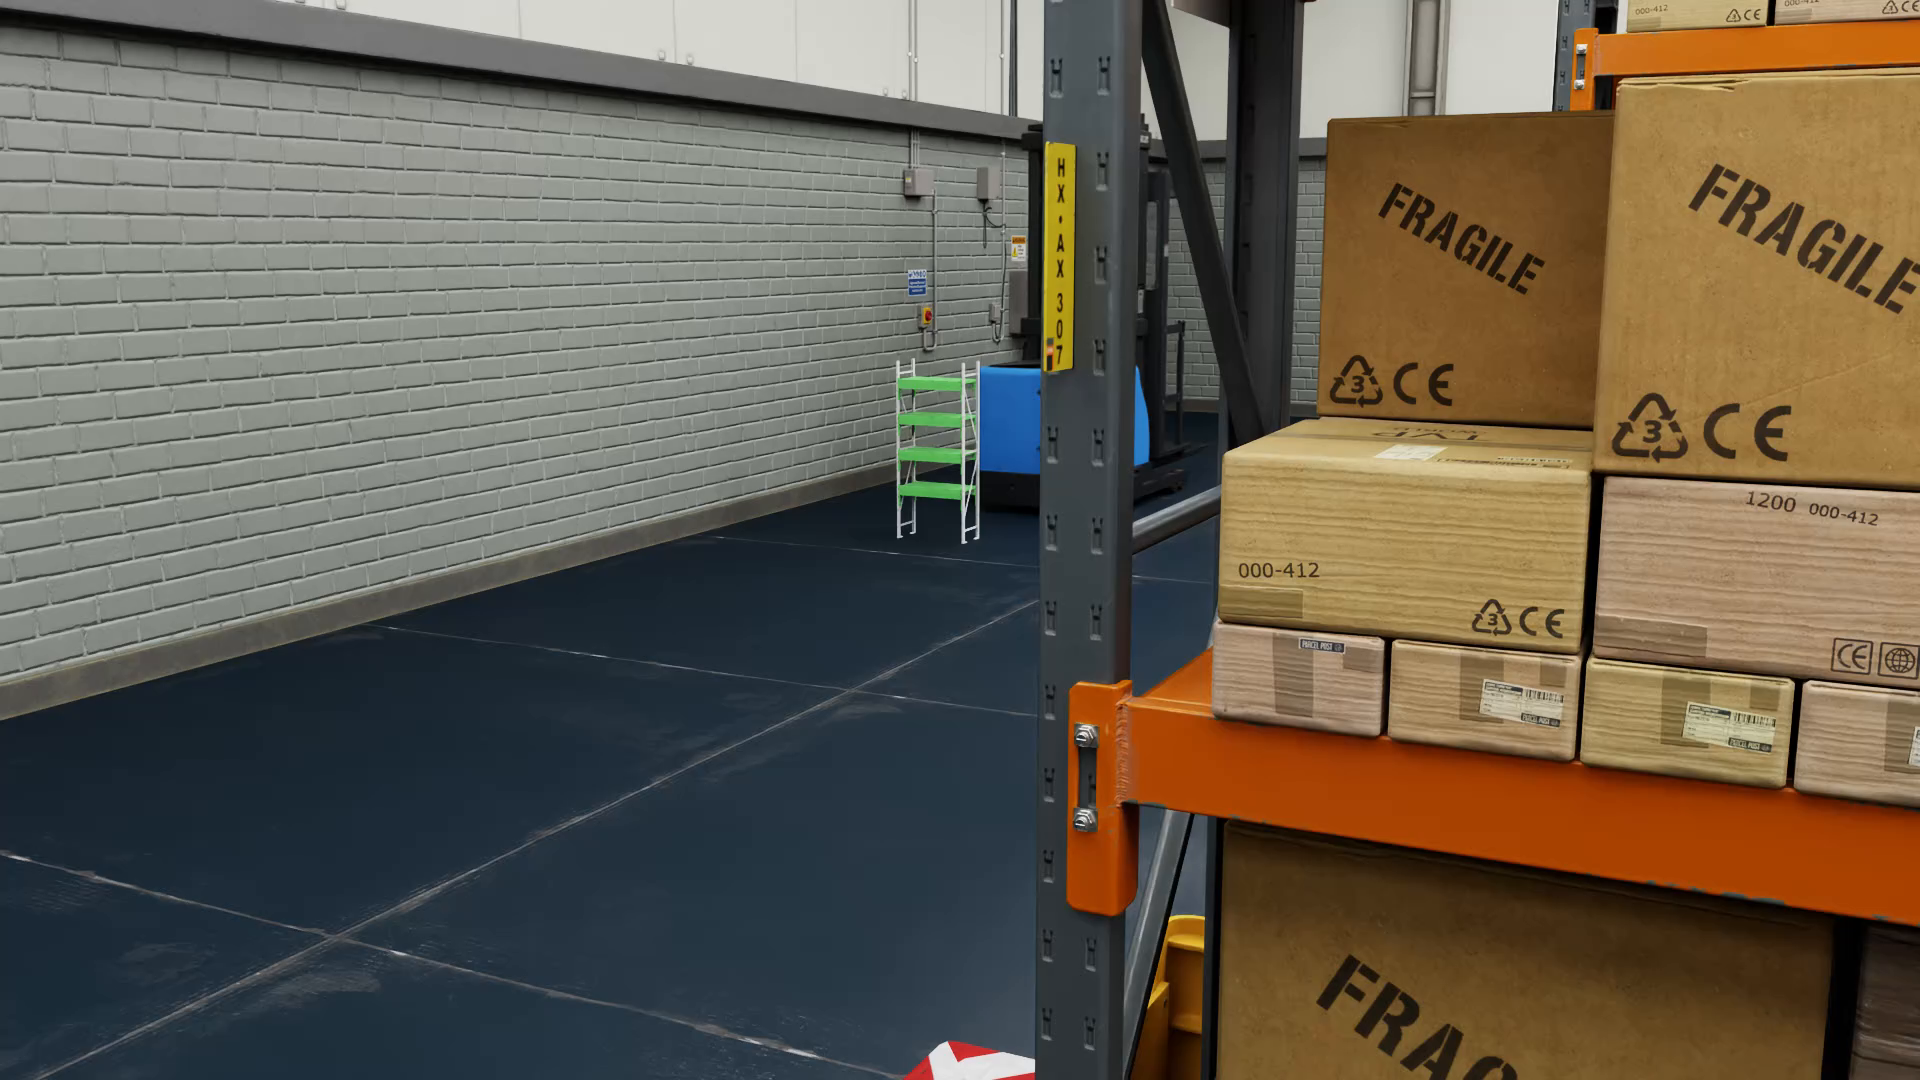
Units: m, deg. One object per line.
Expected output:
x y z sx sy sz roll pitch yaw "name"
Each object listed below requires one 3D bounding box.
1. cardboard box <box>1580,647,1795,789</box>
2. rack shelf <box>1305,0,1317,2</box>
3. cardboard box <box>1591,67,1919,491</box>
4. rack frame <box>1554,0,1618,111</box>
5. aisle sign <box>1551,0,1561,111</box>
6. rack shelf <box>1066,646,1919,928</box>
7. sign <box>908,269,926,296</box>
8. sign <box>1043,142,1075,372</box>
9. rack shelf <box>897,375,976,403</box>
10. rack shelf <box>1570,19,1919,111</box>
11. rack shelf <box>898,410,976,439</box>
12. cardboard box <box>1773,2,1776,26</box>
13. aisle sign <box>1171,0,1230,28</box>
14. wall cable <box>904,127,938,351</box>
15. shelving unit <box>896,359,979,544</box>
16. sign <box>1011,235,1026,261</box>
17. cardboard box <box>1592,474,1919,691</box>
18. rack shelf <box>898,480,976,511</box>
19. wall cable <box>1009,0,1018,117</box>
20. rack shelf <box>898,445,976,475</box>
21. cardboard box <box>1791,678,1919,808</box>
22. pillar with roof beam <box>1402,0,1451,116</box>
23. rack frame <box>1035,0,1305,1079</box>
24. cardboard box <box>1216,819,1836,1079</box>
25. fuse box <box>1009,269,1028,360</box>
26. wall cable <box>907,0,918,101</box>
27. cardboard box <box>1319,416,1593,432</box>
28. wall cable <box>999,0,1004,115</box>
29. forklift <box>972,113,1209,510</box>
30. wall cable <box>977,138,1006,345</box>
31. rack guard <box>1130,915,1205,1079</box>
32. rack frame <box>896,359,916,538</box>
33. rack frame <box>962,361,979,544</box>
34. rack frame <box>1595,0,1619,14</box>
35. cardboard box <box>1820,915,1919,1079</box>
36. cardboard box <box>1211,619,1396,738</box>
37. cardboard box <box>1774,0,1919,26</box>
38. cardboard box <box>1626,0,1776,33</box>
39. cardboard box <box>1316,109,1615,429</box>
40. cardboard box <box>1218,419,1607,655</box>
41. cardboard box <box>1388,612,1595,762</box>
1.029 0.211 2.348 0.250 0.149 0.380 5 11 24 "cardboard box"
2.189 -0.998 1.919 4.000 0.370 1.077 5 11 26 "rack shelf"
1.155 -0.355 2.248 0.500 0.500 0.500 5 11 24 "cardboard box"
2.681 -0.818 7.326 0.127 3.000 1.000 5 11 26 "rack frame"
2.483 -2.055 6.861 0.004 0.787 0.394 5 11 26 "aisle sign"
2.189 0.478 2.186 4.000 0.370 1.077 5 11 26 "rack shelf"
-0.363 -2.187 14.132 0.001 0.218 0.327 5 11 26 "sign"
0.145 -0.410 2.422 0.005 0.325 0.100 5 11 26 "sign"
-0.148 -1.013 11.121 0.480 0.148 0.258 5 11 26 "rack shelf"
4.475 -1.782 6.252 4.000 0.370 1.077 5 11 26 "rack shelf"
-0.148 -0.777 11.164 0.480 0.148 0.258 5 11 26 "rack shelf"
3.206 -2.226 7.107 0.500 0.250 0.500 5 11 25 "cardboard box"
0.464 -1.366 3.057 0.004 0.787 0.394 5 11 26 "aisle sign"
-0.286 -2.572 14.079 0.123 1.953 0.585 5 11 26 "wall cable"
-0.148 -0.603 11.195 0.503 1.200 0.258 5 11 26 "shelving unit"
0.564 -2.795 15.930 0.001 0.242 0.339 5 11 26 "sign"
1.176 0.015 2.312 0.500 0.250 0.500 5 11 25 "cardboard box"
-0.148 -0.304 11.250 0.480 0.148 0.258 5 11 26 "rack shelf"
1.157 -5.552 16.533 0.133 3.039 2.988 5 11 26 "wall cable"
-0.148 -0.541 11.207 0.480 0.148 0.258 5 11 26 "rack shelf"
1.263 0.231 2.235 0.250 0.149 0.380 5 11 25 "cardboard box"
3.050 -5.030 13.756 0.400 9.000 9.100 5 11 26 "pillar with roof beam"
0.397 -0.034 2.996 0.053 2.616 0.949 5 11 26 "rack frame"
1.005 0.843 2.937 0.875 0.875 0.875 5 11 26 "cardboard box"
0.774 -1.747 16.077 0.414 1.711 0.539 5 11 26 "fuse box"
-0.445 -4.972 13.432 0.029 3.000 0.463 5 11 26 "wall cable"
0.948 -0.110 3.003 0.500 0.250 0.500 5 11 25 "cardboard box"
-0.110 -5.091 14.094 0.029 3.000 2.355 5 11 26 "wall cable"
1.208 -1.854 13.242 1.130 2.935 3.031 5 11 26 "forklift"
0.331 -2.784 15.339 0.122 1.984 0.588 5 11 26 "wall cable"
0.374 1.195 3.226 0.348 0.500 1.175 5 11 26 "rack guard"
-0.367 -0.623 11.302 0.015 1.200 0.240 5 11 26 "rack frame"
0.070 -0.584 11.089 0.015 1.200 0.240 5 11 26 "rack frame"
2.681 -3.770 6.791 0.127 3.000 1.000 5 11 26 "rack frame"
1.821 0.915 2.540 0.875 0.875 0.875 5 11 26 "cardboard box"
0.568 0.171 2.569 0.250 0.149 0.380 5 11 26 "cardboard box"
3.441 -2.102 6.418 0.500 0.250 0.500 5 12 28 "cardboard box"
2.971 -2.144 6.651 0.500 0.250 0.500 5 12 28 "cardboard box"
0.949 -0.479 2.933 0.500 0.500 0.500 5 11 27 "cardboard box"
0.707 -0.025 2.532 0.500 0.250 0.500 5 11 24 "cardboard box"
0.799 0.191 2.459 0.250 0.149 0.380 5 11 25 "cardboard box"
